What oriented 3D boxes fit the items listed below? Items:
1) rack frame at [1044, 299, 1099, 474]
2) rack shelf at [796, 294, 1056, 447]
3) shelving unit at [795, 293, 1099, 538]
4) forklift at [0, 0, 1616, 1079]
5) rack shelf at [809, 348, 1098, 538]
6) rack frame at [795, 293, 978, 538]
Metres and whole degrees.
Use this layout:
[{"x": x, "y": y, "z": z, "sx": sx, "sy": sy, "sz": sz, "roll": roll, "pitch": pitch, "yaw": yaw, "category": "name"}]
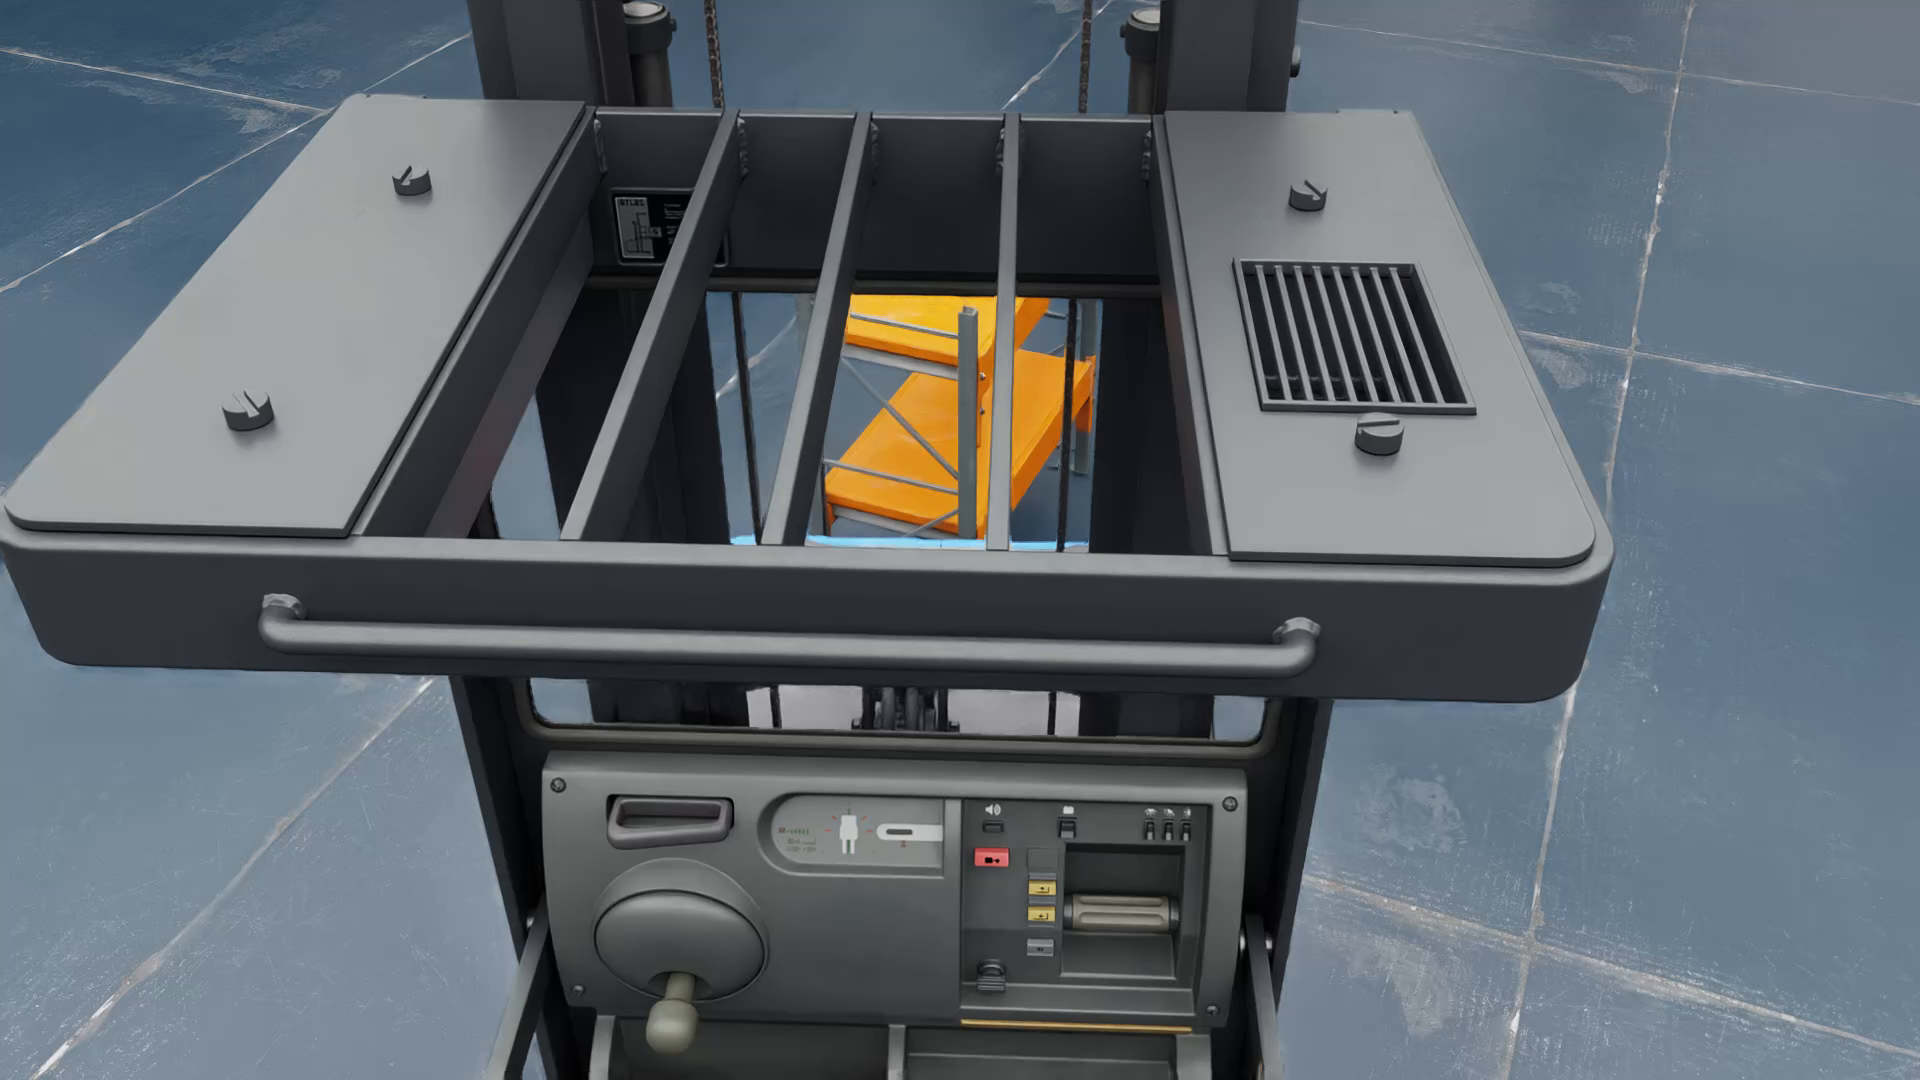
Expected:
[{"x": 0.196, "y": -0.736, "z": 5.295, "sx": 0.500, "sy": 1.125, "sz": 0.032, "roll": 14, "pitch": 39, "yaw": 18, "category": "rack frame"}, {"x": 0.003, "y": -0.689, "z": 4.743, "sx": 0.538, "sy": 0.278, "sz": 1.000, "roll": 14, "pitch": 39, "yaw": 18, "category": "rack shelf"}, {"x": 0.003, "y": -0.454, "z": 4.918, "sx": 0.538, "sy": 1.125, "sz": 1.048, "roll": 14, "pitch": 39, "yaw": 18, "category": "shelving unit"}, {"x": -0.096, "y": 0.560, "z": 2.053, "sx": 1.130, "sy": 2.935, "sz": 3.031, "roll": 1, "pitch": 37, "yaw": 2, "category": "forklift"}, {"x": 0.003, "y": -0.258, "z": 5.065, "sx": 0.538, "sy": 0.278, "sz": 1.000, "roll": 14, "pitch": 39, "yaw": 18, "category": "rack shelf"}, {"x": -0.191, "y": -0.173, "z": 4.542, "sx": 0.500, "sy": 1.125, "sz": 0.032, "roll": 14, "pitch": 39, "yaw": 18, "category": "rack frame"}]
